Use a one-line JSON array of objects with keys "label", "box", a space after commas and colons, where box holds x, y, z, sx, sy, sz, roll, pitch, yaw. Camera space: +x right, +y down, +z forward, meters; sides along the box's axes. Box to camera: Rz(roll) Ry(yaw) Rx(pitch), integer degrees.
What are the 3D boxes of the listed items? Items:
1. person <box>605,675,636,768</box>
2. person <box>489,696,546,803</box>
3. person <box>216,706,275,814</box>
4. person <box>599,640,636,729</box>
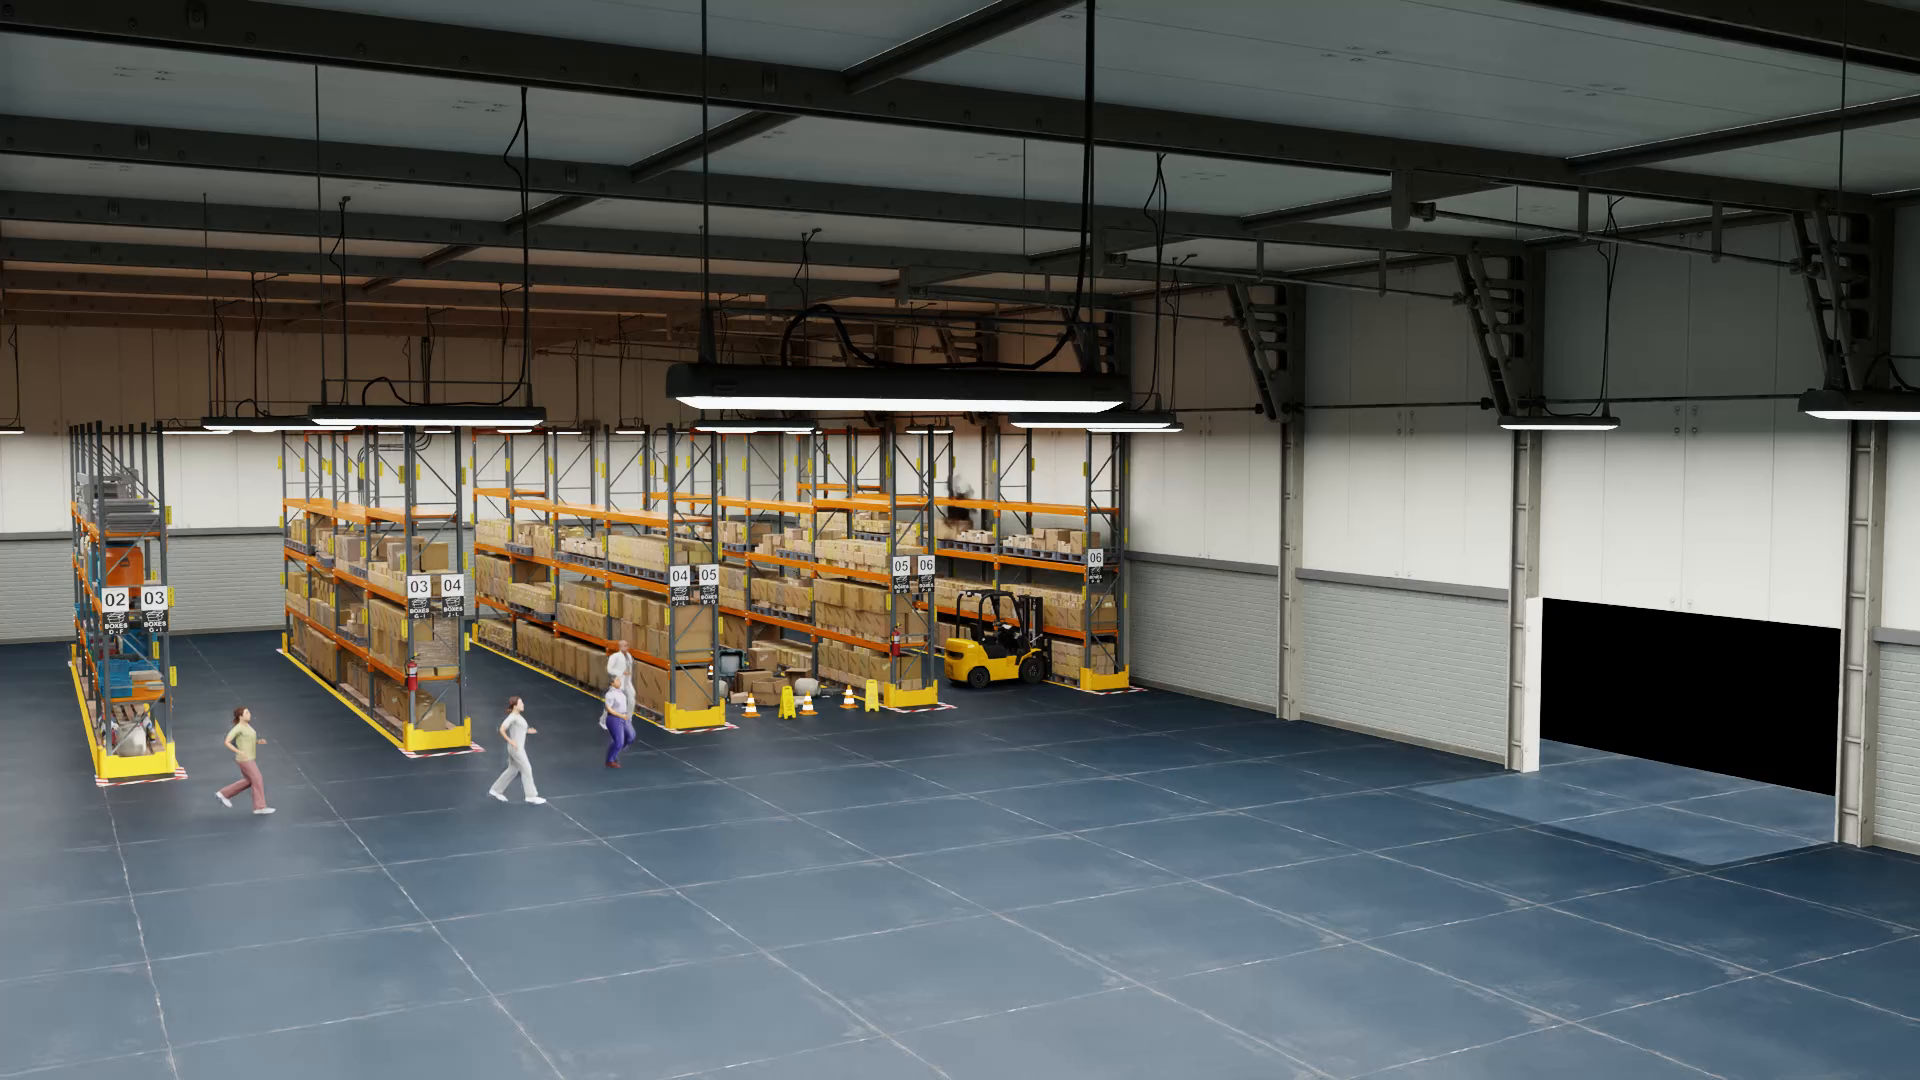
[{"label": "person", "box": [-5.927, 3.139, 28.886, 0.508, 1.609, 0.616, 1, 4, 11]}, {"label": "person", "box": [-6.902, 3.258, 25.871, 0.874, 1.671, 0.568, -1, 4, -9]}, {"label": "person", "box": [-10.854, 3.335, 25.205, 0.881, 1.642, 0.589, 0, 4, -5]}, {"label": "person", "box": [-6.590, 2.860, 32.240, 0.821, 1.850, 0.732, 3, 4, 37]}]
